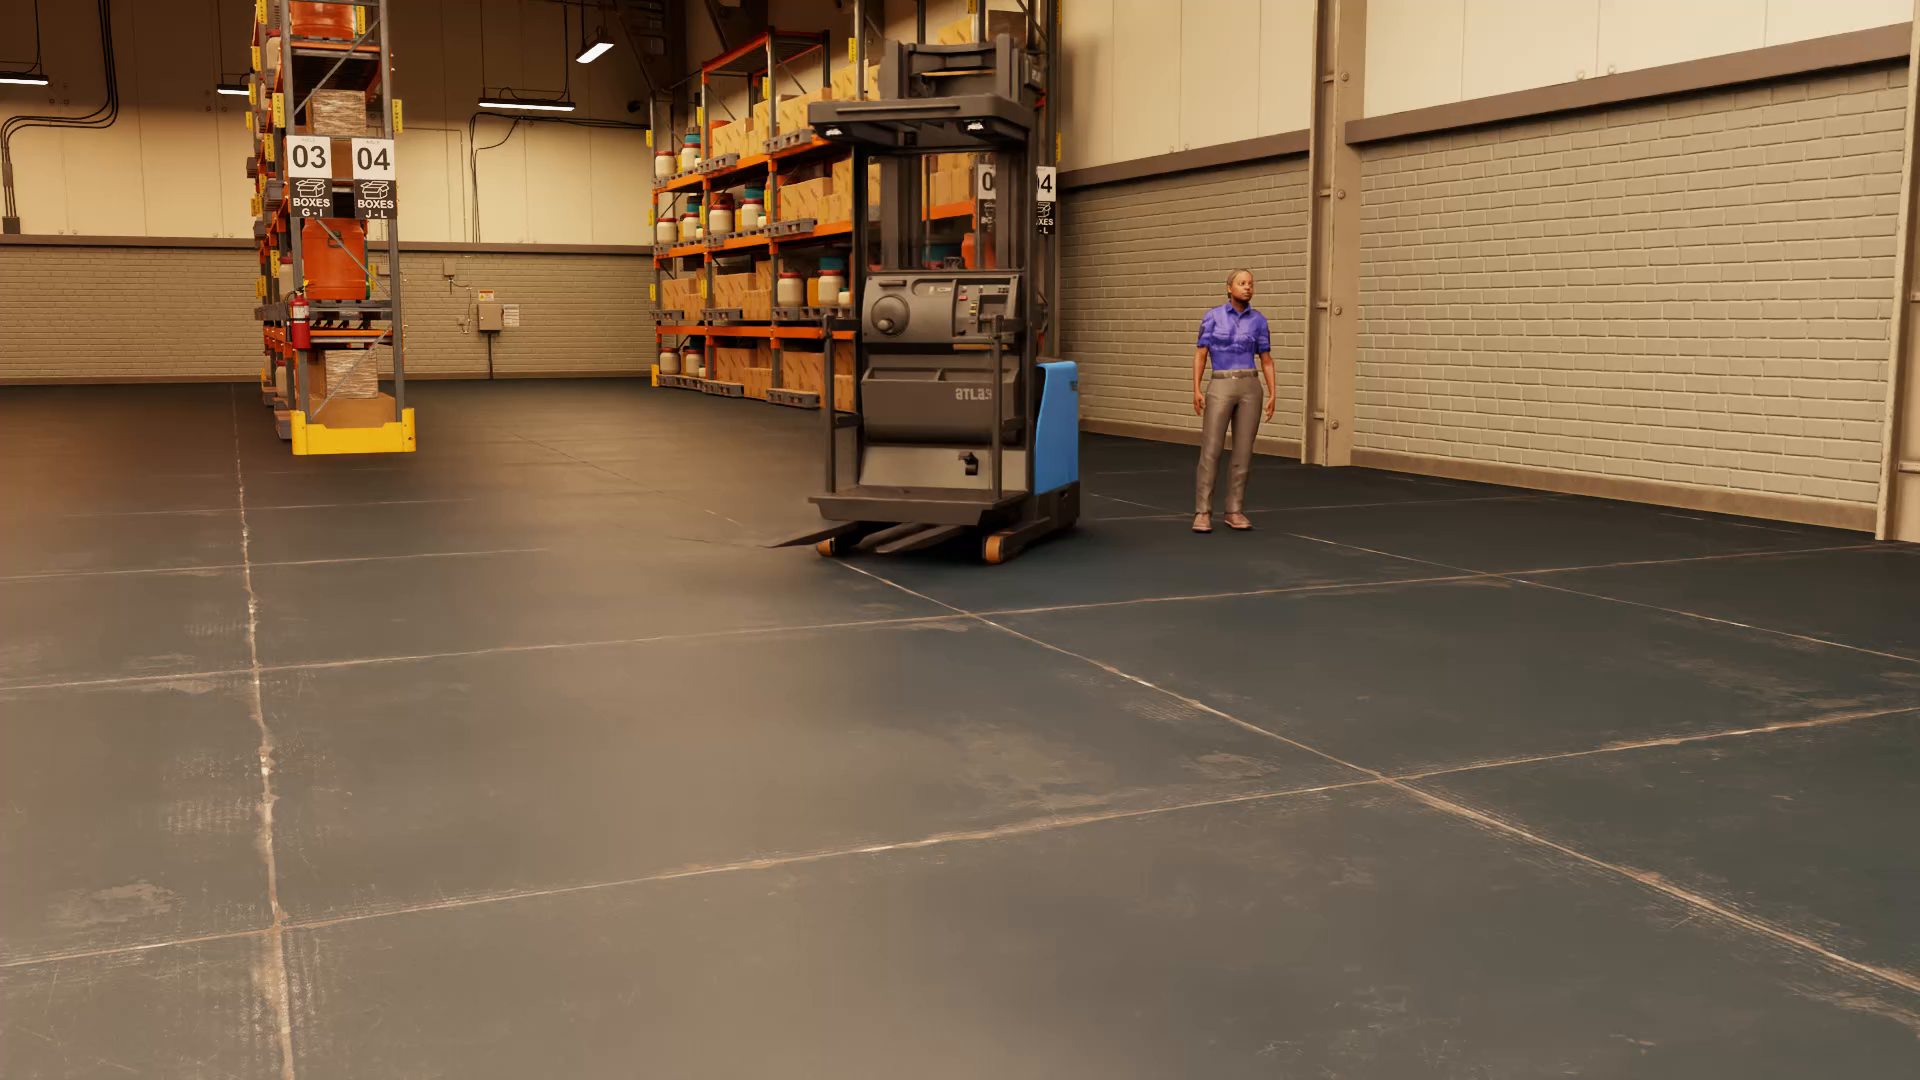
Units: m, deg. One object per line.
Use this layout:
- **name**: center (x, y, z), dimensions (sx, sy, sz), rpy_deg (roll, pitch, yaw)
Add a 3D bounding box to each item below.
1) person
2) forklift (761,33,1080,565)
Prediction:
- **person**: center (1.749, -0.901, 10.605), dimensions (0.570, 1.654, 0.504), rpy_deg (0, 8, -3)
- **forklift**: center (-0.182, -1.375, 9.371), dimensions (1.130, 2.935, 3.031), rpy_deg (3, 8, 18)
